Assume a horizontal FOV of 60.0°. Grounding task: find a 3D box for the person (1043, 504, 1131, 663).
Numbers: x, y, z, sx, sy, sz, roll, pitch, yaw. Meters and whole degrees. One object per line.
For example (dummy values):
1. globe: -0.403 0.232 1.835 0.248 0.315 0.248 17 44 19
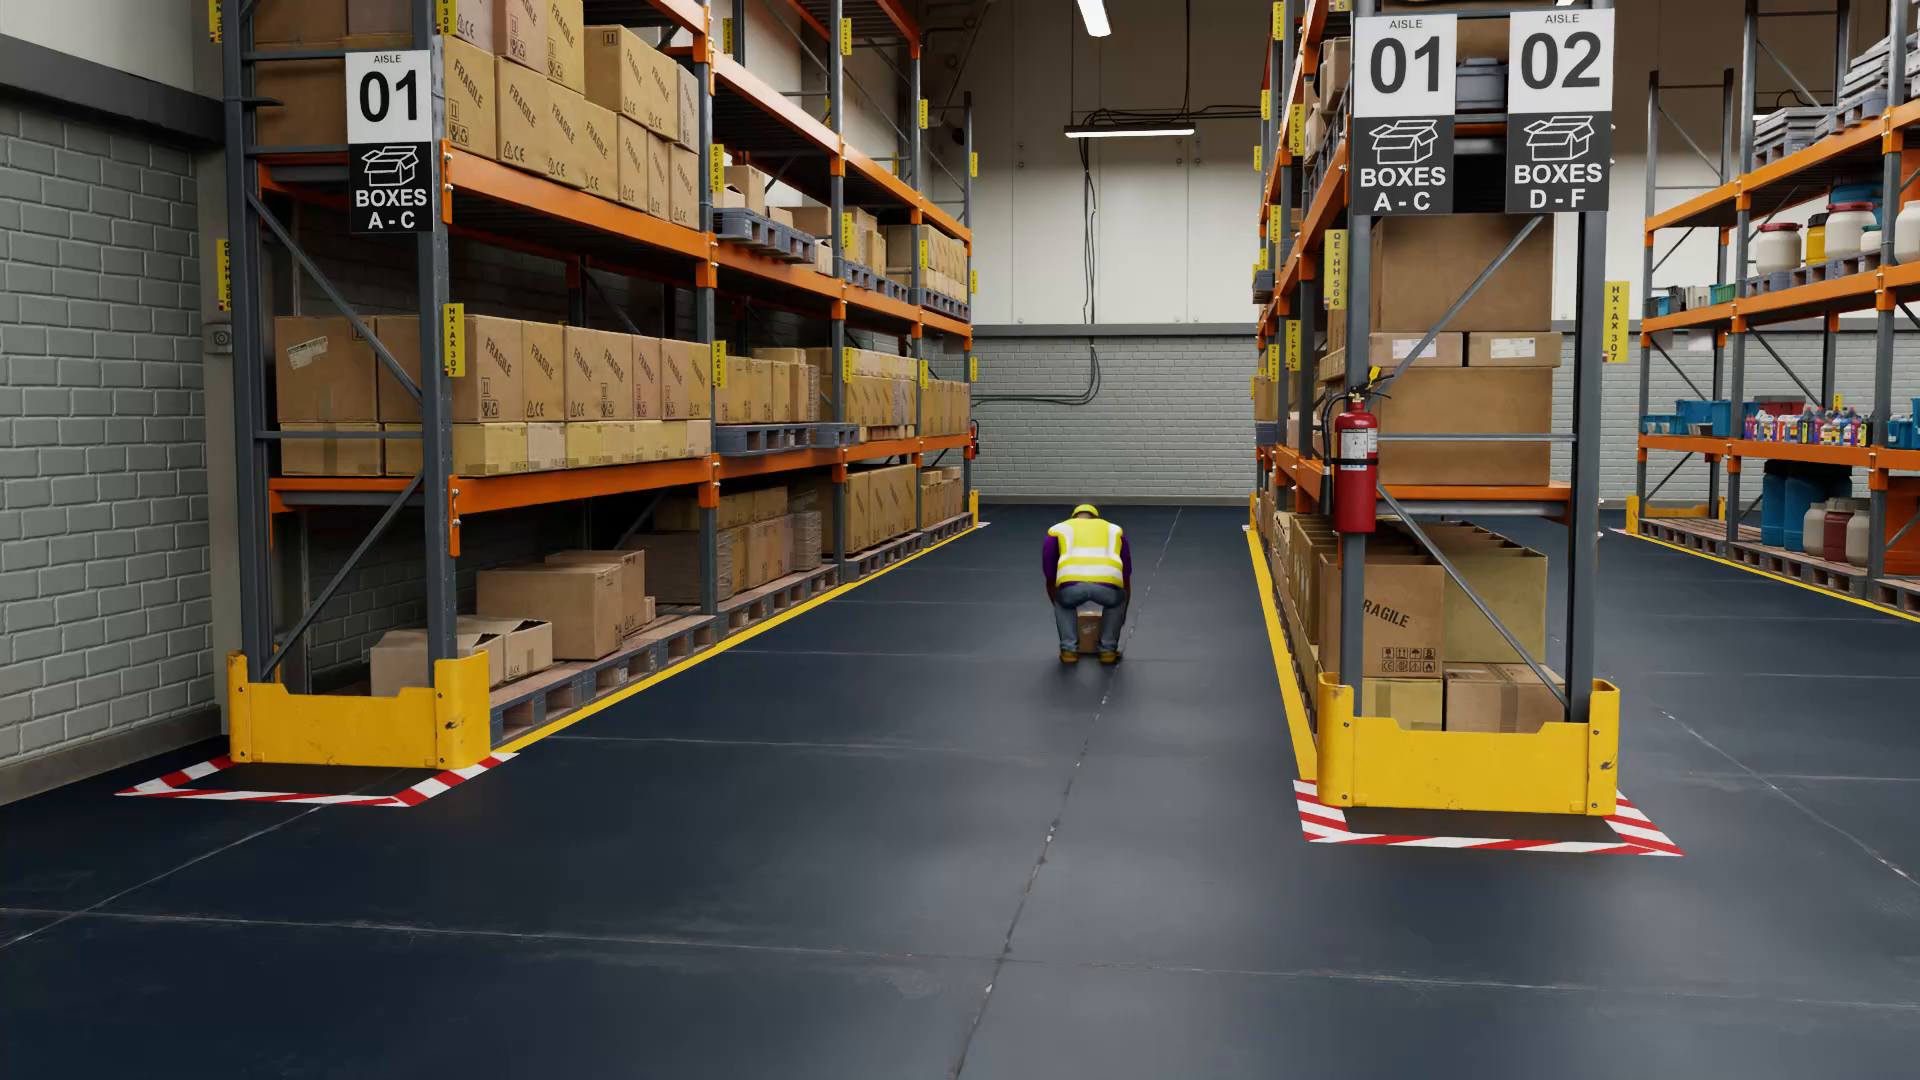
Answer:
1. person: 0.821 0.281 10.895 0.585 0.995 0.890 1 4 8
